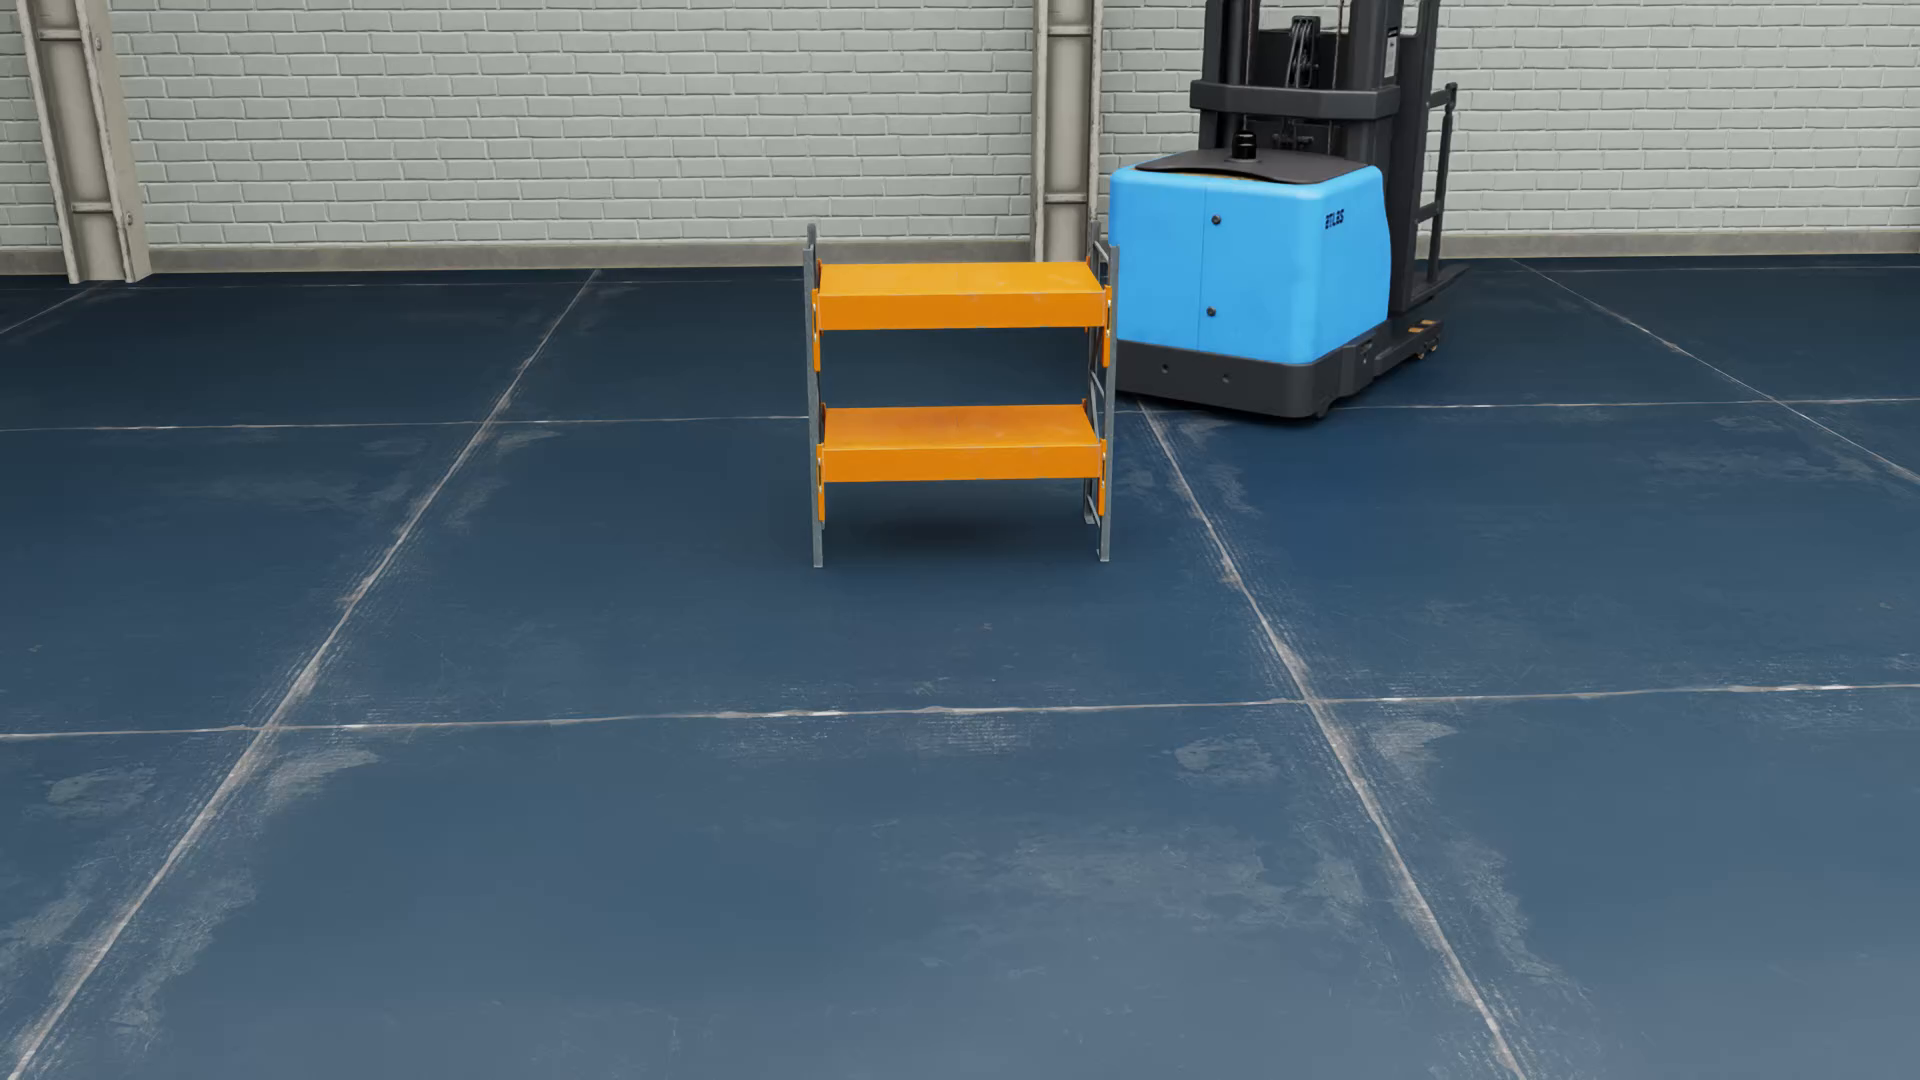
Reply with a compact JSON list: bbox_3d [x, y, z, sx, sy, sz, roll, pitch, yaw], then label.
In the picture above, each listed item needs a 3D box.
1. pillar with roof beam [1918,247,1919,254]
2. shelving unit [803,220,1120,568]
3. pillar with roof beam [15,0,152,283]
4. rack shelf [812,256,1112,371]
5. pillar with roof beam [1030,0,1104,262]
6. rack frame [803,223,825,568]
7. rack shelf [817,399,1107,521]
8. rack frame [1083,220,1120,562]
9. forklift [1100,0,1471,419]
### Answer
[{"bbox_3d":[6.898,-4.568,5.471,0.400,9.000,9.100,-1,21,-3],"label":"pillar with roof beam"},{"bbox_3d":[-0.007,-0.526,5.920,1.048,1.125,0.538,-1,21,-3],"label":"shelving unit"},{"bbox_3d":[-5.082,-4.324,4.831,0.400,9.000,9.100,-1,21,-3],"label":"pillar with roof beam"},{"bbox_3d":[-0.007,-0.799,5.816,1.000,0.278,0.538,-1,21,-3],"label":"rack shelf"},{"bbox_3d":[0.908,-4.446,5.151,0.400,9.000,9.100,-1,21,-3],"label":"pillar with roof beam"},{"bbox_3d":[-0.514,-0.515,5.893,0.032,1.125,0.500,-1,21,-3],"label":"rack frame"},{"bbox_3d":[-0.007,-0.297,6.007,1.000,0.278,0.538,-1,21,-3],"label":"rack shelf"},{"bbox_3d":[0.501,-0.536,5.948,0.032,1.125,0.500,-1,21,-3],"label":"rack frame"},{"bbox_3d":[1.881,-2.380,8.252,1.130,2.935,3.031,13,24,30],"label":"forklift"}]
